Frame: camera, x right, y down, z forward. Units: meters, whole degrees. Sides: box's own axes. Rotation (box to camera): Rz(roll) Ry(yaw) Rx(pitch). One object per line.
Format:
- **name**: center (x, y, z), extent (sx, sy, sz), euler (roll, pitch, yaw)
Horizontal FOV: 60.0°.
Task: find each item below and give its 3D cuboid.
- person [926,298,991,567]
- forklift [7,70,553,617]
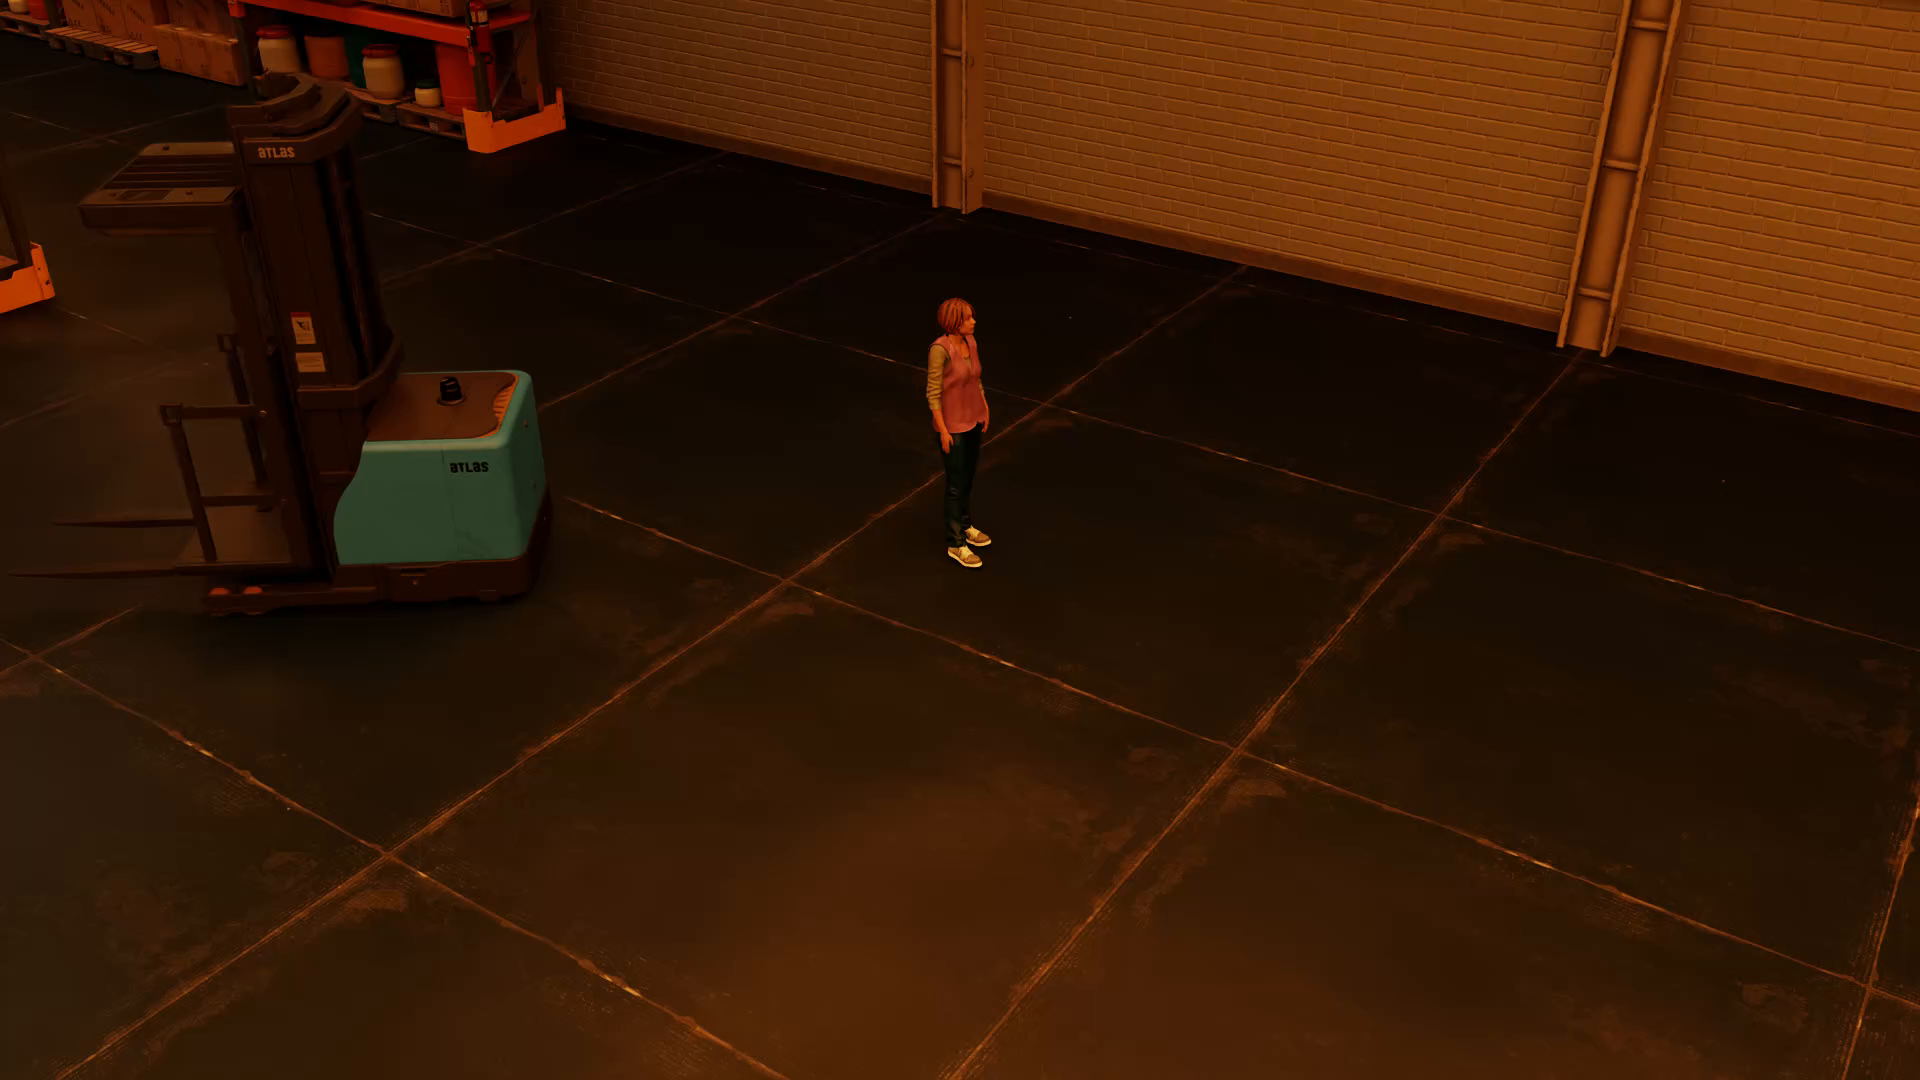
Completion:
- **person**: center (0.054, -0.670, 10.050), extent (0.473, 1.599, 0.521), euler (19, 35, 29)
- **forklift**: center (-4.081, -1.095, 9.468), extent (3.031, 2.935, 1.130), euler (-2, 30, -3)
